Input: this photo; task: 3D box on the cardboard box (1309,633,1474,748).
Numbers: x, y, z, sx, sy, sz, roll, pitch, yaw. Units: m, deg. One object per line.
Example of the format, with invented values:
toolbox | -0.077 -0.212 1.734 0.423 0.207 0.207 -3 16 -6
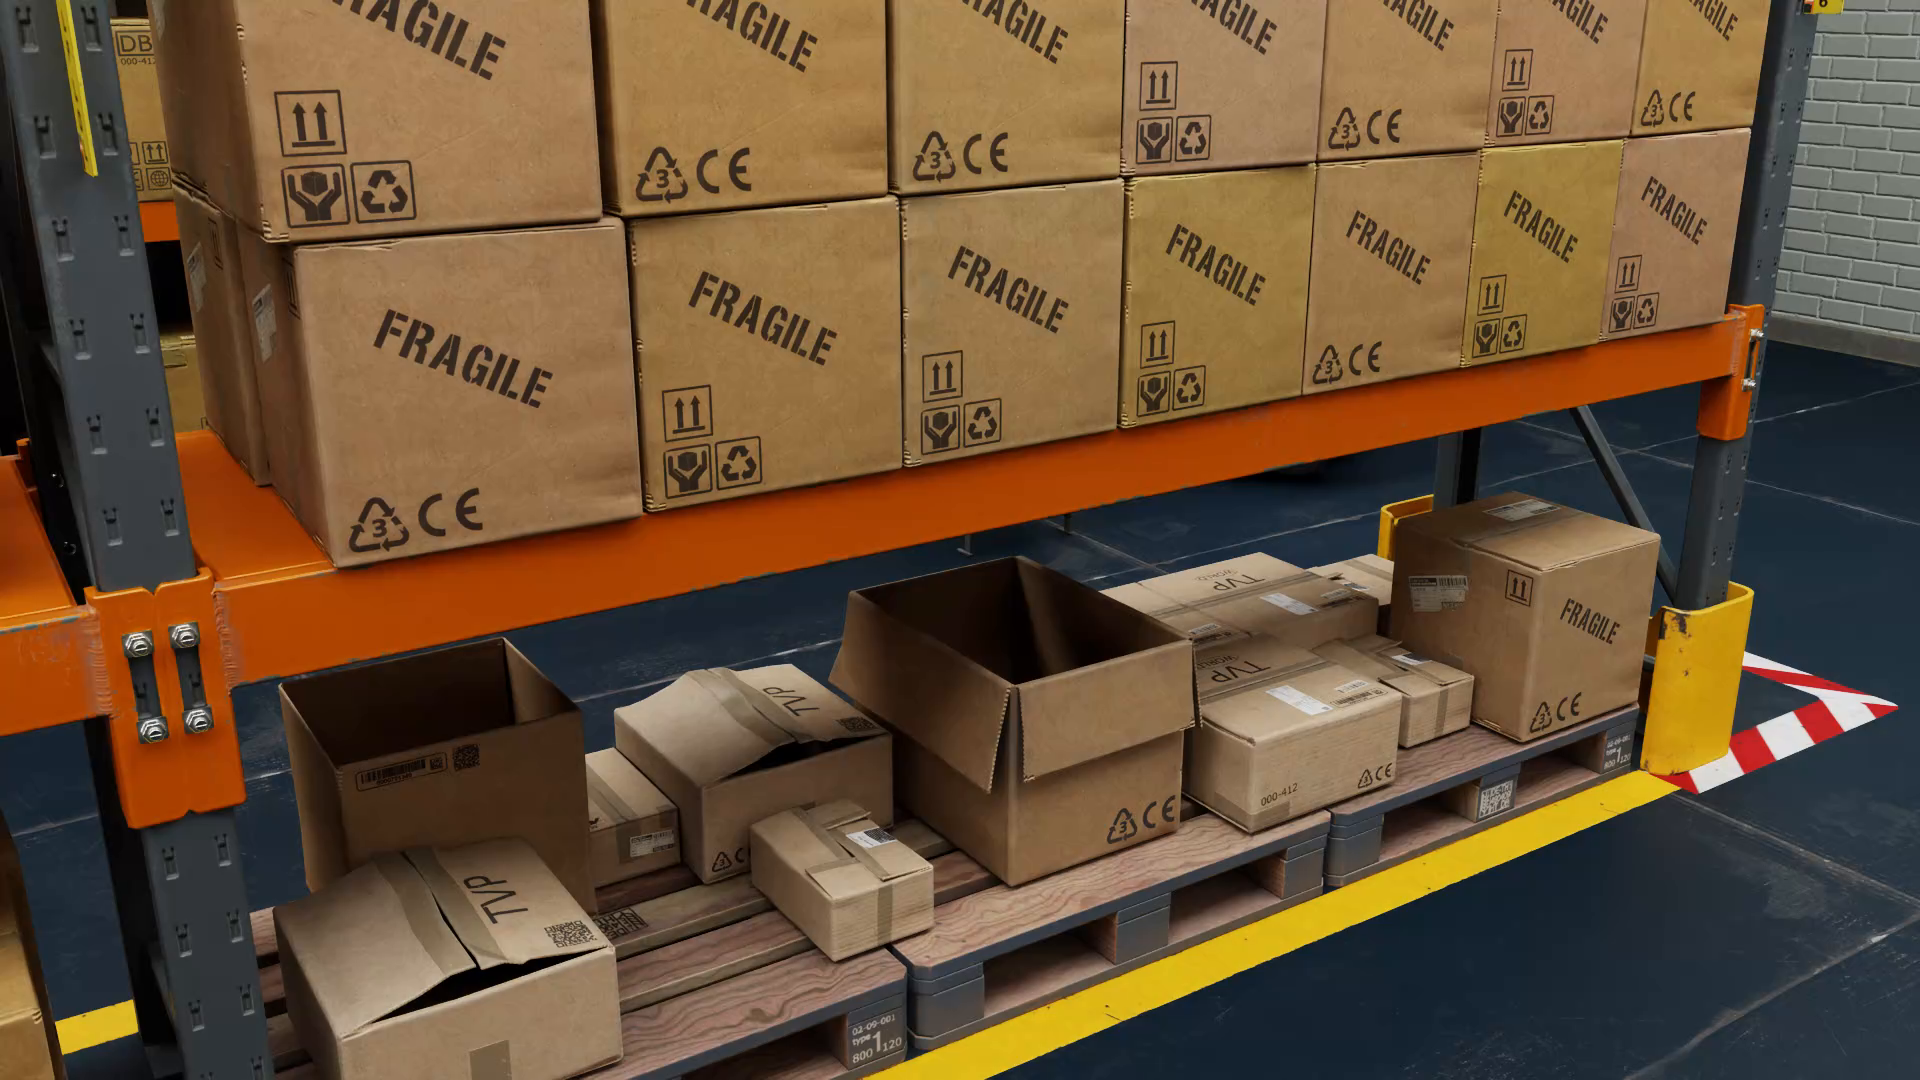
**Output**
cardboard box | 1.185 0.404 4.603 0.250 0.166 0.380 -12 22 -31

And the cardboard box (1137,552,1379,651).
cardboard box | 0.864 0.264 4.888 0.500 0.250 0.500 -12 22 -31

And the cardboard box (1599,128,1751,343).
cardboard box | 1.667 -0.834 4.373 0.500 0.500 0.500 -11 22 -30

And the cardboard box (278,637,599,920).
cardboard box | -1.129 0.566 3.605 0.500 0.500 0.500 -12 22 -31

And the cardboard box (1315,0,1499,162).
cardboard box | 0.819 -1.126 3.674 0.500 0.500 0.500 -11 22 -30

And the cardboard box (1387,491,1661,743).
cardboard box | 1.573 0.199 4.689 0.500 0.500 0.500 -12 22 -31

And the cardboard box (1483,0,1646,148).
cardboard box | 1.250 -1.218 3.948 0.500 0.500 0.500 -11 22 -30

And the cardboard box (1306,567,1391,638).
cardboard box | 1.144 0.221 5.144 0.250 0.166 0.380 -12 22 -31

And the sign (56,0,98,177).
sign | -1.141 -0.635 2.131 0.005 0.325 0.100 -12 22 -31

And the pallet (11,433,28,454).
pallet | -3.498 -0.350 7.452 1.213 0.211 1.003 -12 22 -31

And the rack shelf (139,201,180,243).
rack shelf | -2.506 -1.570 7.828 4.000 0.370 1.077 -12 22 -31

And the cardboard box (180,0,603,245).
cardboard box | -0.901 -0.763 2.600 0.500 0.500 0.500 -11 22 -30

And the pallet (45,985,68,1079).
pallet | -2.108 1.240 2.746 1.213 0.211 1.003 -12 22 -31

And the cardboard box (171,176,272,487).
cardboard box | -1.173 -0.438 3.201 0.500 0.500 0.500 -11 22 -31

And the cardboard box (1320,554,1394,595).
cardboard box | 1.353 0.185 5.277 0.250 0.149 0.380 -12 22 -31

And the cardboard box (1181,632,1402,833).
cardboard box | 0.763 0.477 4.258 0.500 0.250 0.500 -12 22 -31

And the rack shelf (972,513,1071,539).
rack shelf | 0.138 -0.348 6.723 0.480 0.518 0.431 -12 22 -31

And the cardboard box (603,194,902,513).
cardboard box | -0.448 -0.389 3.057 0.500 0.500 0.500 -11 22 -30

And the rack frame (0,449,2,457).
rack frame | -4.177 -1.558 6.671 0.127 3.000 1.000 -12 22 -31

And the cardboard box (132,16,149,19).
cardboard box | -3.102 -1.919 7.268 0.700 0.700 0.980 -13 22 -33

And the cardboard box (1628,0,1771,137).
cardboard box | 1.671 -1.308 4.212 0.500 0.500 0.500 -12 22 -32

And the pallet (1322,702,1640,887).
pallet | 1.163 0.537 4.828 1.213 0.211 1.003 -12 22 -31

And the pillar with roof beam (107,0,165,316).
pillar with roof beam | -1.700 -3.604 3.353 0.400 9.000 9.100 -12 22 -31

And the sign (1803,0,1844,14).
sign | 2.180 -1.485 4.152 0.005 0.325 0.100 -12 22 -31

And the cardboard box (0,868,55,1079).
cardboard box | -1.704 0.905 2.599 0.500 0.500 0.500 -12 22 -32

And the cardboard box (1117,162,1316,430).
cardboard box | 0.395 -0.567 3.582 0.500 0.500 0.500 -12 22 -32

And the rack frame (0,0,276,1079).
rack frame | -1.449 -0.234 2.753 0.127 3.000 1.000 -12 22 -31

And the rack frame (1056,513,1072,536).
rack frame | 0.342 -1.067 6.622 0.015 2.100 0.400 -12 22 -31

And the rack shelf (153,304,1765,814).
rack shelf | 0.221 -0.245 3.911 4.000 0.370 1.077 -12 22 -31

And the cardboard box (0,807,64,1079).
cardboard box | -1.987 0.762 3.024 0.500 0.500 0.500 -13 23 -34

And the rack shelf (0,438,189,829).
rack shelf | -3.119 0.459 1.827 4.000 0.370 1.077 -12 22 -31

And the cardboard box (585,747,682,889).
cardboard box | -0.849 0.650 3.904 0.250 0.149 0.380 -12 22 -31

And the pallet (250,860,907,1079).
pallet | -0.875 0.966 3.557 1.213 0.211 1.003 -12 22 -31

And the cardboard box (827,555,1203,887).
cardboard box | 0.117 0.408 4.066 0.637 0.503 0.797 -12 22 -31

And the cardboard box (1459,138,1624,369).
cardboard box | 1.236 -0.742 4.100 0.500 0.500 0.500 -12 22 -31

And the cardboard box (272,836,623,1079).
cardboard box | -0.979 0.815 3.161 0.500 0.311 0.500 -12 22 -31

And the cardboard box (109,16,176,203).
cardboard box | -3.715 -1.792 6.892 0.700 0.700 0.980 -12 22 -31

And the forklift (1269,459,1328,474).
forklift | 1.721 -2.109 8.407 1.130 2.935 3.031 9 21 24

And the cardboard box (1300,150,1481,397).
cardboard box | 0.816 -0.655 3.844 0.500 0.500 0.500 -12 22 -31

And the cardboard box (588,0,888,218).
cardboard box | -0.470 -0.854 2.869 0.500 0.500 0.500 -13 22 -33

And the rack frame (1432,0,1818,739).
rack frame | 1.892 -0.939 4.837 0.127 3.000 1.000 -12 22 -31

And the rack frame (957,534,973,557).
rack frame | -0.066 -0.981 6.368 0.015 2.100 0.400 -12 22 -31

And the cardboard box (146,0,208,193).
cardboard box | -1.169 -0.913 3.045 0.500 0.500 0.500 -12 22 -31

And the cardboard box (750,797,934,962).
cardboard box | -0.263 0.729 3.643 0.250 0.166 0.380 -12 22 -31

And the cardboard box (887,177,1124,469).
cardboard box | -0.029 -0.477 3.315 0.500 0.500 0.500 -12 22 -32

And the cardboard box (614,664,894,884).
cardboard box | -0.503 0.523 4.026 0.500 0.311 0.500 -12 22 -31

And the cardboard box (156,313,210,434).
cardboard box | -3.496 -0.677 7.312 0.500 0.500 0.700 -12 22 -31

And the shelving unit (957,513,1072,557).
shelving unit | 0.138 -1.024 6.495 0.503 2.100 0.431 -12 22 -31

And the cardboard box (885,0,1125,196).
cardboard box | -0.040 -0.944 3.137 0.500 0.500 0.500 -13 22 -33

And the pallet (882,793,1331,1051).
pallet | 0.145 0.750 4.197 1.213 0.211 1.003 -12 22 -31

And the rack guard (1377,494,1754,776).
rack guard | 1.828 0.259 5.198 0.348 0.500 1.175 -12 22 -31

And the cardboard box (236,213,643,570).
cardboard box | -0.873 -0.298 2.787 0.500 0.500 0.500 -11 22 -30

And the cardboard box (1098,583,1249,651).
cardboard box | 0.446 0.352 4.627 0.500 0.250 0.500 -12 22 -31

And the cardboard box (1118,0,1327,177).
cardboard box | 0.390 -1.035 3.407 0.500 0.500 0.500 -11 22 -30
